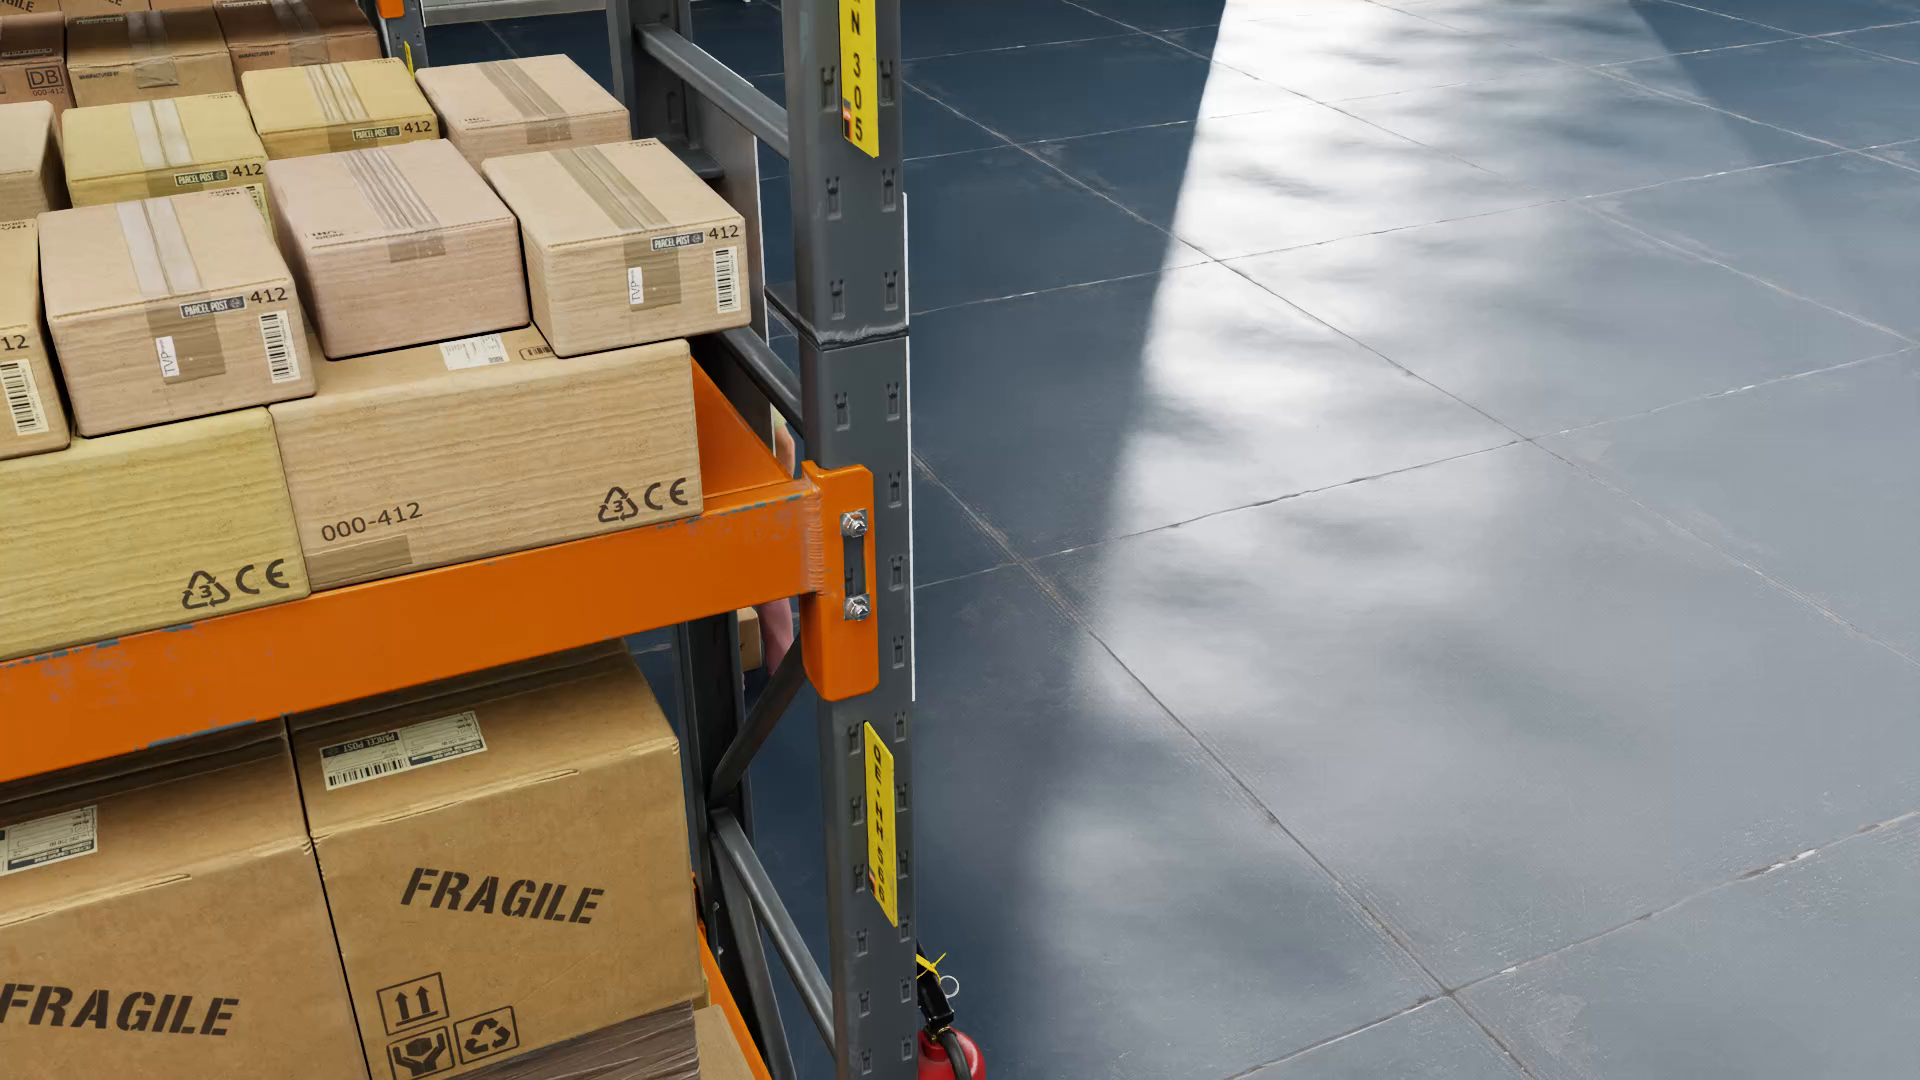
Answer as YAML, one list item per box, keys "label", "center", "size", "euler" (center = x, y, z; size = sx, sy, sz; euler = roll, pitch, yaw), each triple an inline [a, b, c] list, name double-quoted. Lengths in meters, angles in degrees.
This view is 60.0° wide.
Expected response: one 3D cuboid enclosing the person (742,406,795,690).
- label: "person"
  center: [-0.871, -0.120, 6.340]
  size: [0.499, 1.673, 0.357]
  euler: [-13, 32, -22]
